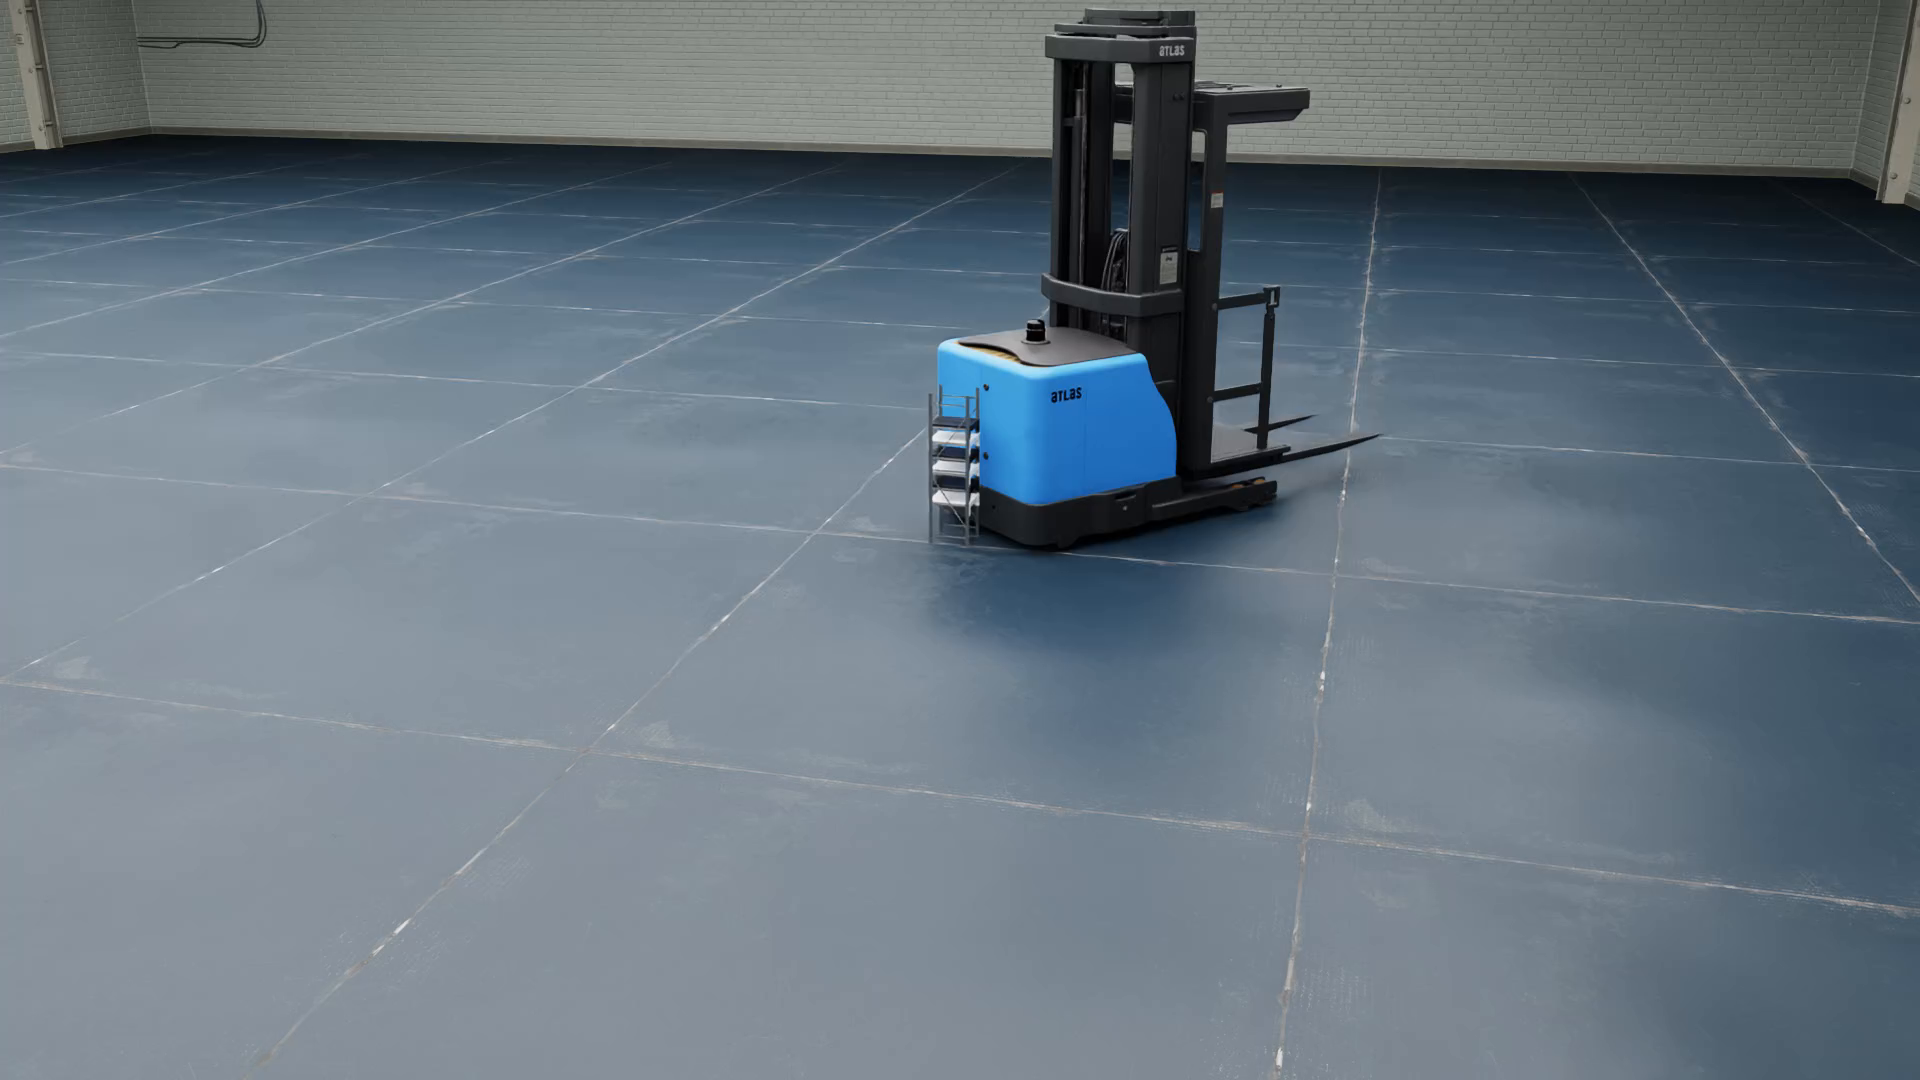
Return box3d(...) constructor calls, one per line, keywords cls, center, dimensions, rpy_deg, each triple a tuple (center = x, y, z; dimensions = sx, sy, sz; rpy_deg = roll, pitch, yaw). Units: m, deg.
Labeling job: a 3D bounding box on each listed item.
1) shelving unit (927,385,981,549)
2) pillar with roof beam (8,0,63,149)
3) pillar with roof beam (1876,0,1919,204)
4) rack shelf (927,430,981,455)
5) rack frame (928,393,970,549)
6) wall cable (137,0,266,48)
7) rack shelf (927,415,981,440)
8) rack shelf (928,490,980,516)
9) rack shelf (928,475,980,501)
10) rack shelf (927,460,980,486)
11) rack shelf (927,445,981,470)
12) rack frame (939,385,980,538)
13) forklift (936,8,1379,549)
box3d(cls="shelving unit", center=(-0.034, -0.418, 9.520), dimensions=(0.258, 0.900, 0.210), rpy_deg=(5, 20, 16))
box3d(cls="pillar with roof beam", center=(-12.952, -11.285, 28.805), dimensions=(9.100, 9.000, 0.400), rpy_deg=(5, 19, 13))
box3d(cls="pillar with roof beam", center=(9.244, -9.477, 23.513), dimensions=(9.100, 9.000, 0.400), rpy_deg=(5, 19, 13))
box3d(cls="rack shelf", center=(-0.034, -0.557, 9.472), dimensions=(0.258, 0.077, 0.200), rpy_deg=(5, 20, 16))
box3d(cls="rack frame", center=(-0.063, -0.387, 9.428), dimensions=(0.240, 0.900, 0.006), rpy_deg=(5, 20, 16))
box3d(cls="wall cable", center=(-15.124, -10.975, 32.700), dimensions=(3.097, 2.526, 0.112), rpy_deg=(5, 19, 13))
box3d(cls="rack shelf", center=(-0.034, -0.642, 9.443), dimensions=(0.258, 0.077, 0.200), rpy_deg=(5, 20, 16))
box3d(cls="rack shelf", center=(-0.034, -0.216, 9.589), dimensions=(0.258, 0.077, 0.200), rpy_deg=(5, 20, 16))
box3d(cls="rack shelf", center=(-0.034, -0.302, 9.560), dimensions=(0.258, 0.077, 0.200), rpy_deg=(5, 20, 16))
box3d(cls="rack shelf", center=(-0.034, -0.387, 9.531), dimensions=(0.258, 0.077, 0.200), rpy_deg=(5, 20, 16))
box3d(cls="rack shelf", center=(-0.034, -0.472, 9.501), dimensions=(0.258, 0.077, 0.200), rpy_deg=(5, 20, 16))
box3d(cls="rack frame", center=(-0.005, -0.450, 9.612), dimensions=(0.240, 0.900, 0.006), rpy_deg=(5, 20, 16))
box3d(cls="forklift", center=(1.356, -1.689, 10.099), dimensions=(3.031, 2.935, 1.130), rpy_deg=(-13, 23, -33))
